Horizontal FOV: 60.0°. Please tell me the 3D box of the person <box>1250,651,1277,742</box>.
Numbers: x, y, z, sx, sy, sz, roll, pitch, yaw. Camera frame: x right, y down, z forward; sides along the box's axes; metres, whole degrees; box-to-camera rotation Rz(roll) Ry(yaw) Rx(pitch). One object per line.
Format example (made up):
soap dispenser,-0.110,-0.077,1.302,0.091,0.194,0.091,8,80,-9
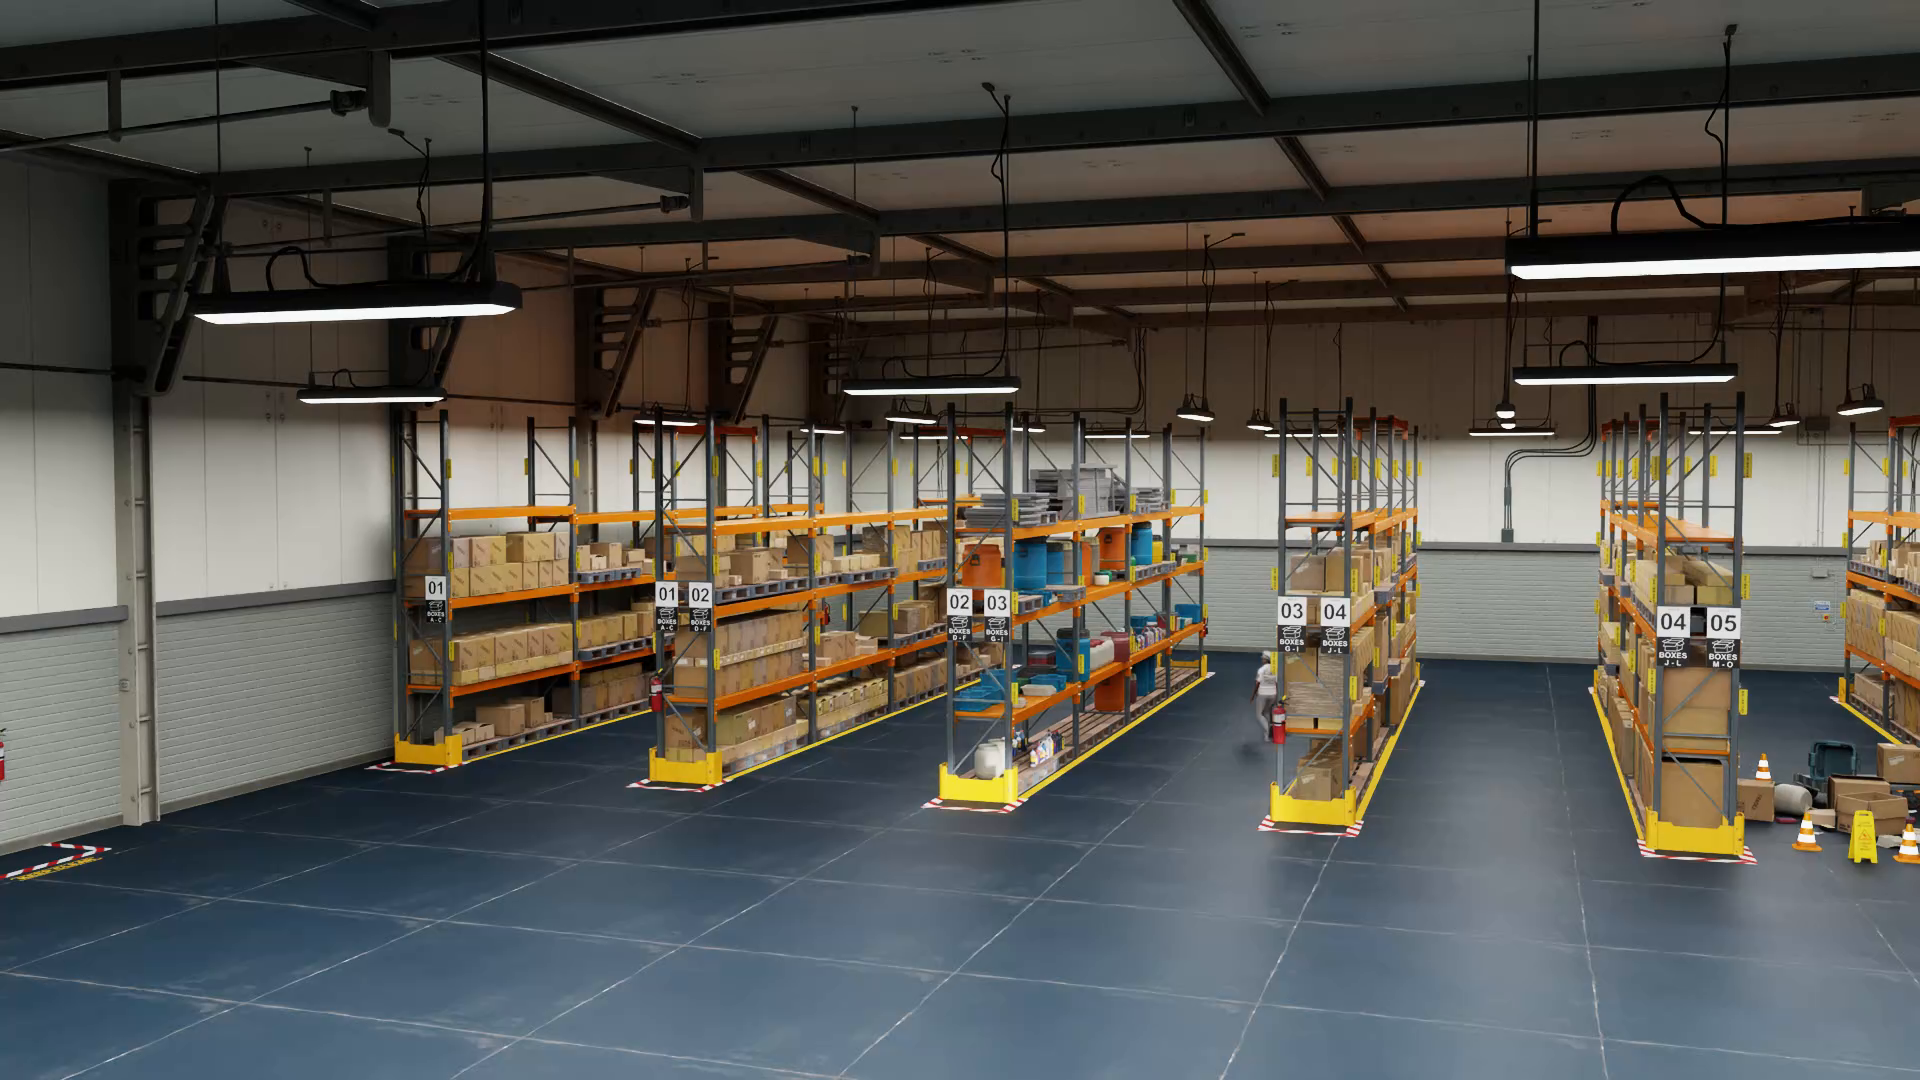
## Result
person,5.608,2.856,30.449,0.537,1.663,0.816,-1,3,-15
